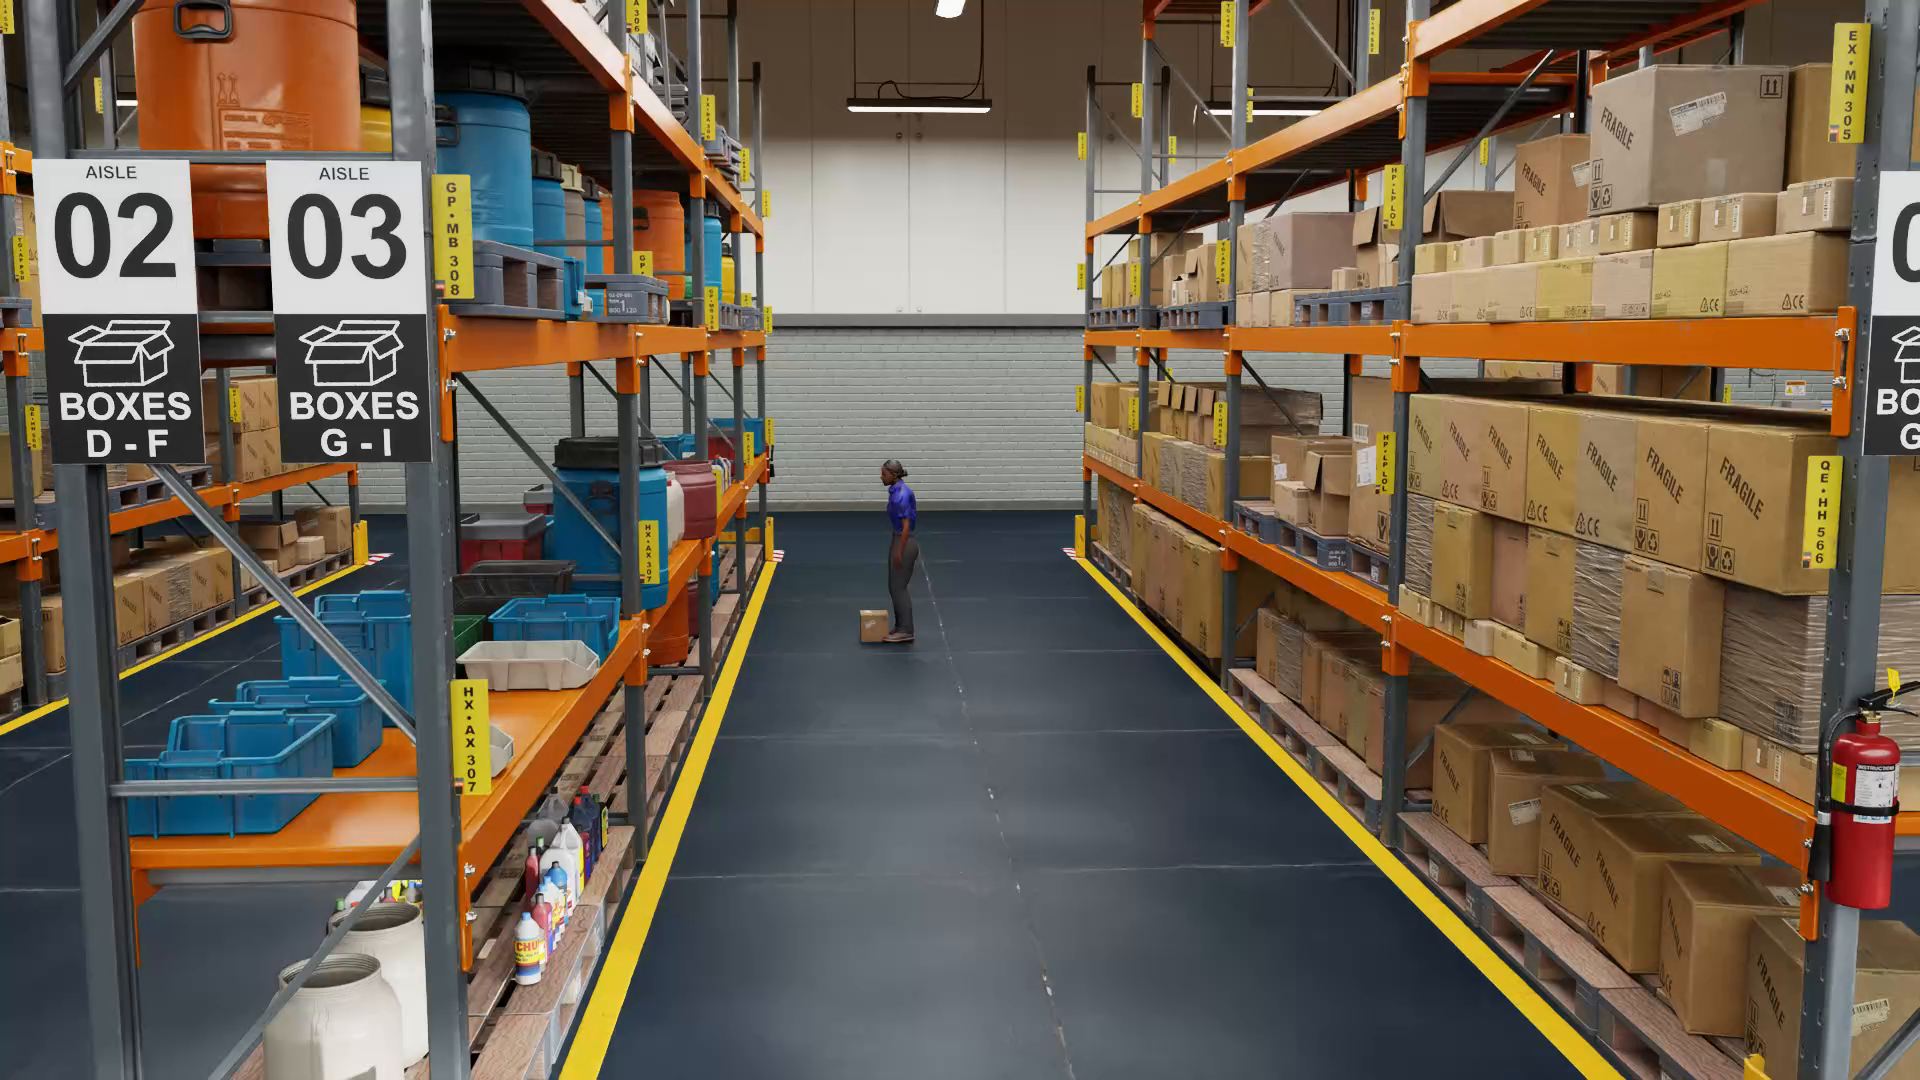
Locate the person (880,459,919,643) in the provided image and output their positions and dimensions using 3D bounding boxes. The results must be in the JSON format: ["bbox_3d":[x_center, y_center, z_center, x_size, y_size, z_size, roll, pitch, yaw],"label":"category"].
[{"bbox_3d":[-0.551,0.084,15.081,0.347,1.655,0.532,-1,7,-7],"label":"person"}]
